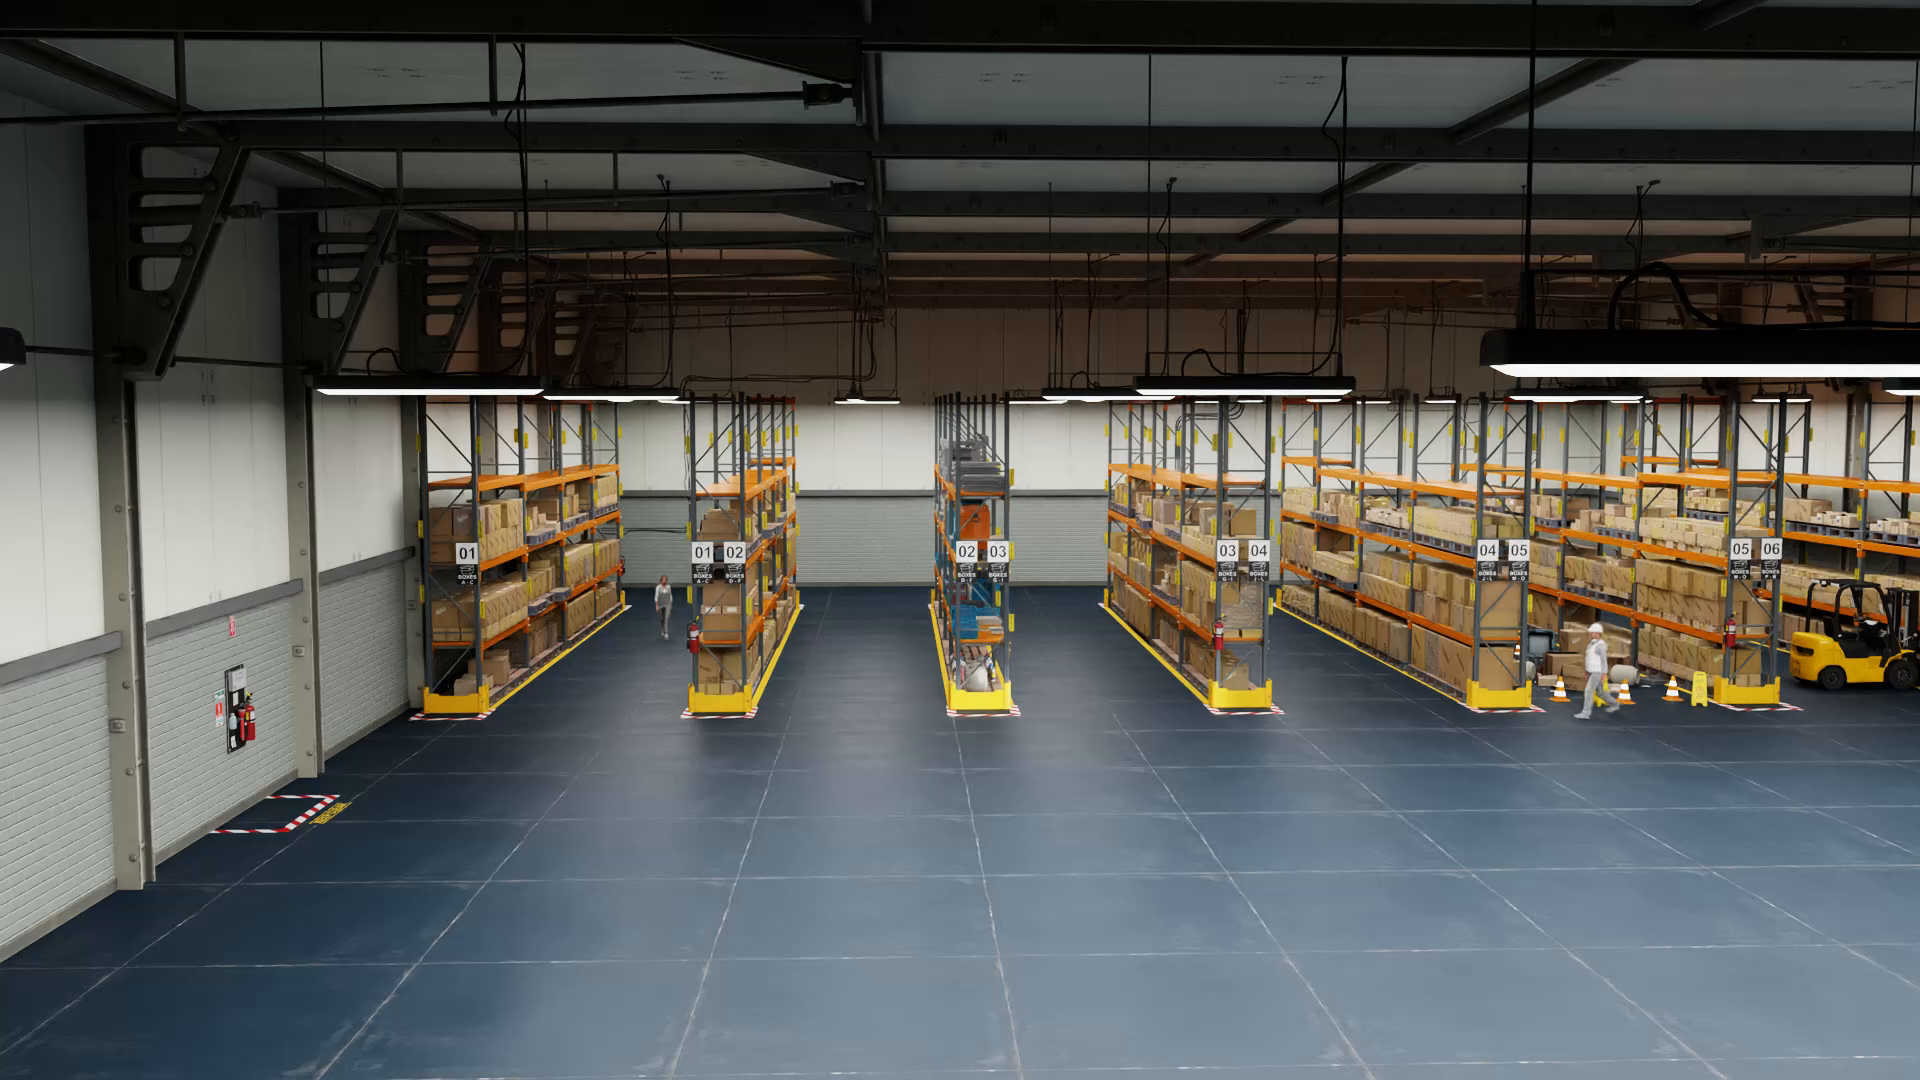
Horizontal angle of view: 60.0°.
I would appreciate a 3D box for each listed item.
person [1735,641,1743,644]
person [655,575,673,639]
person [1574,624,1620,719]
[{"bbox_3d":[16.950,1.977,36.168,0.453,1.664,0.495,-1,5,-9],"label":"person"},{"bbox_3d":[-7.324,1.639,41.061,0.418,1.536,0.952,0,5,-5],"label":"person"},{"bbox_3d":[11.734,2.403,30.601,1.012,1.733,0.553,0,5,-6],"label":"person"}]
